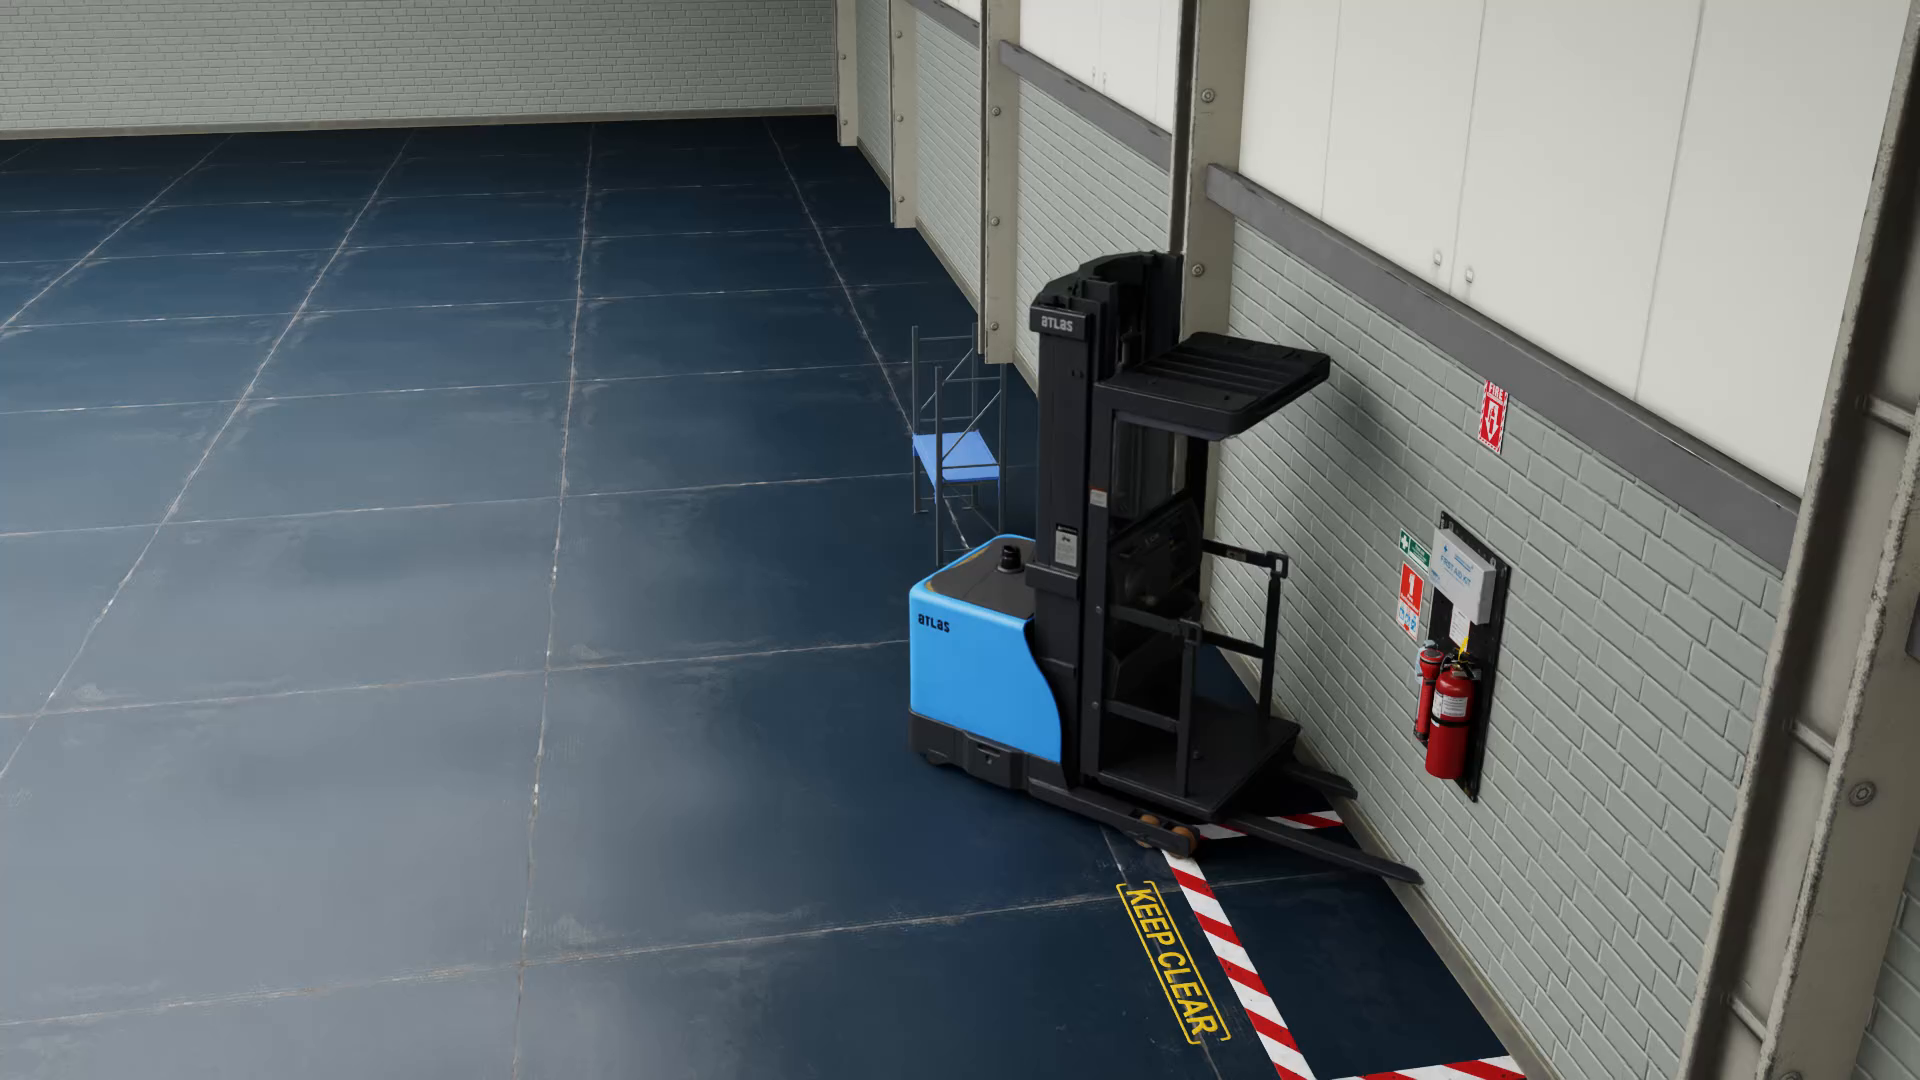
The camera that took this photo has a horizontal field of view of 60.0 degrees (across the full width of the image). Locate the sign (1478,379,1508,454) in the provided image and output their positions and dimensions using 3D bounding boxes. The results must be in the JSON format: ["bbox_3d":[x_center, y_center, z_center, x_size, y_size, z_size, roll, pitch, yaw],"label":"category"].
[{"bbox_3d":[2.268,-0.537,7.078,0.001,0.298,0.199,-4,24,-10],"label":"sign"}]

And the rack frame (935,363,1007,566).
[{"bbox_3d":[0.078,-0.521,11.811,0.500,1.500,0.032,-4,24,-10],"label":"rack frame"}]

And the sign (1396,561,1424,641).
[{"bbox_3d":[2.171,0.294,8.026,0.001,0.329,0.234,-4,24,-10],"label":"sign"}]

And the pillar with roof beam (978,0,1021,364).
[{"bbox_3d":[-3.858,-5.640,14.163,9.100,9.000,0.400,-4,24,-10],"label":"pillar with roof beam"}]

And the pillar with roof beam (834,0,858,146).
[{"bbox_3d":[-6.077,-10.360,24.970,9.100,9.000,0.400,-4,24,-10],"label":"pillar with roof beam"}]

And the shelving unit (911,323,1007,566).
[{"bbox_3d":[-0.016,-0.721,12.269,0.538,1.500,1.048,-4,24,-10],"label":"shelving unit"}]

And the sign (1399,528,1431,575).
[{"bbox_3d":[2.163,0.054,7.915,0.001,0.109,0.331,-4,24,-10],"label":"sign"}]

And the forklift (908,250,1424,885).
[{"bbox_3d":[1.203,0.081,8.644,3.031,2.935,1.130,16,28,32],"label":"forklift"}]

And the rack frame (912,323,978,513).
[{"bbox_3d":[-0.110,-0.921,12.727,0.500,1.500,0.032,-4,24,-10],"label":"rack frame"}]

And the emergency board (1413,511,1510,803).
[{"bbox_3d":[2.172,0.536,7.518,0.194,1.169,0.643,-4,24,-10],"label":"emergency board"}]

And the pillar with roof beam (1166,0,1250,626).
[{"bbox_3d":[-2.749,-3.280,8.759,9.100,9.000,0.400,-4,24,-10],"label":"pillar with roof beam"}]

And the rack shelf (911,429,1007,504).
[{"bbox_3d":[-0.016,-0.556,12.341,0.538,0.185,1.000,-4,24,-10],"label":"rack shelf"}]

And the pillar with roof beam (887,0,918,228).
[{"bbox_3d":[-4.968,-8.000,19.567,9.100,9.000,0.400,-4,24,-10],"label":"pillar with roof beam"}]
